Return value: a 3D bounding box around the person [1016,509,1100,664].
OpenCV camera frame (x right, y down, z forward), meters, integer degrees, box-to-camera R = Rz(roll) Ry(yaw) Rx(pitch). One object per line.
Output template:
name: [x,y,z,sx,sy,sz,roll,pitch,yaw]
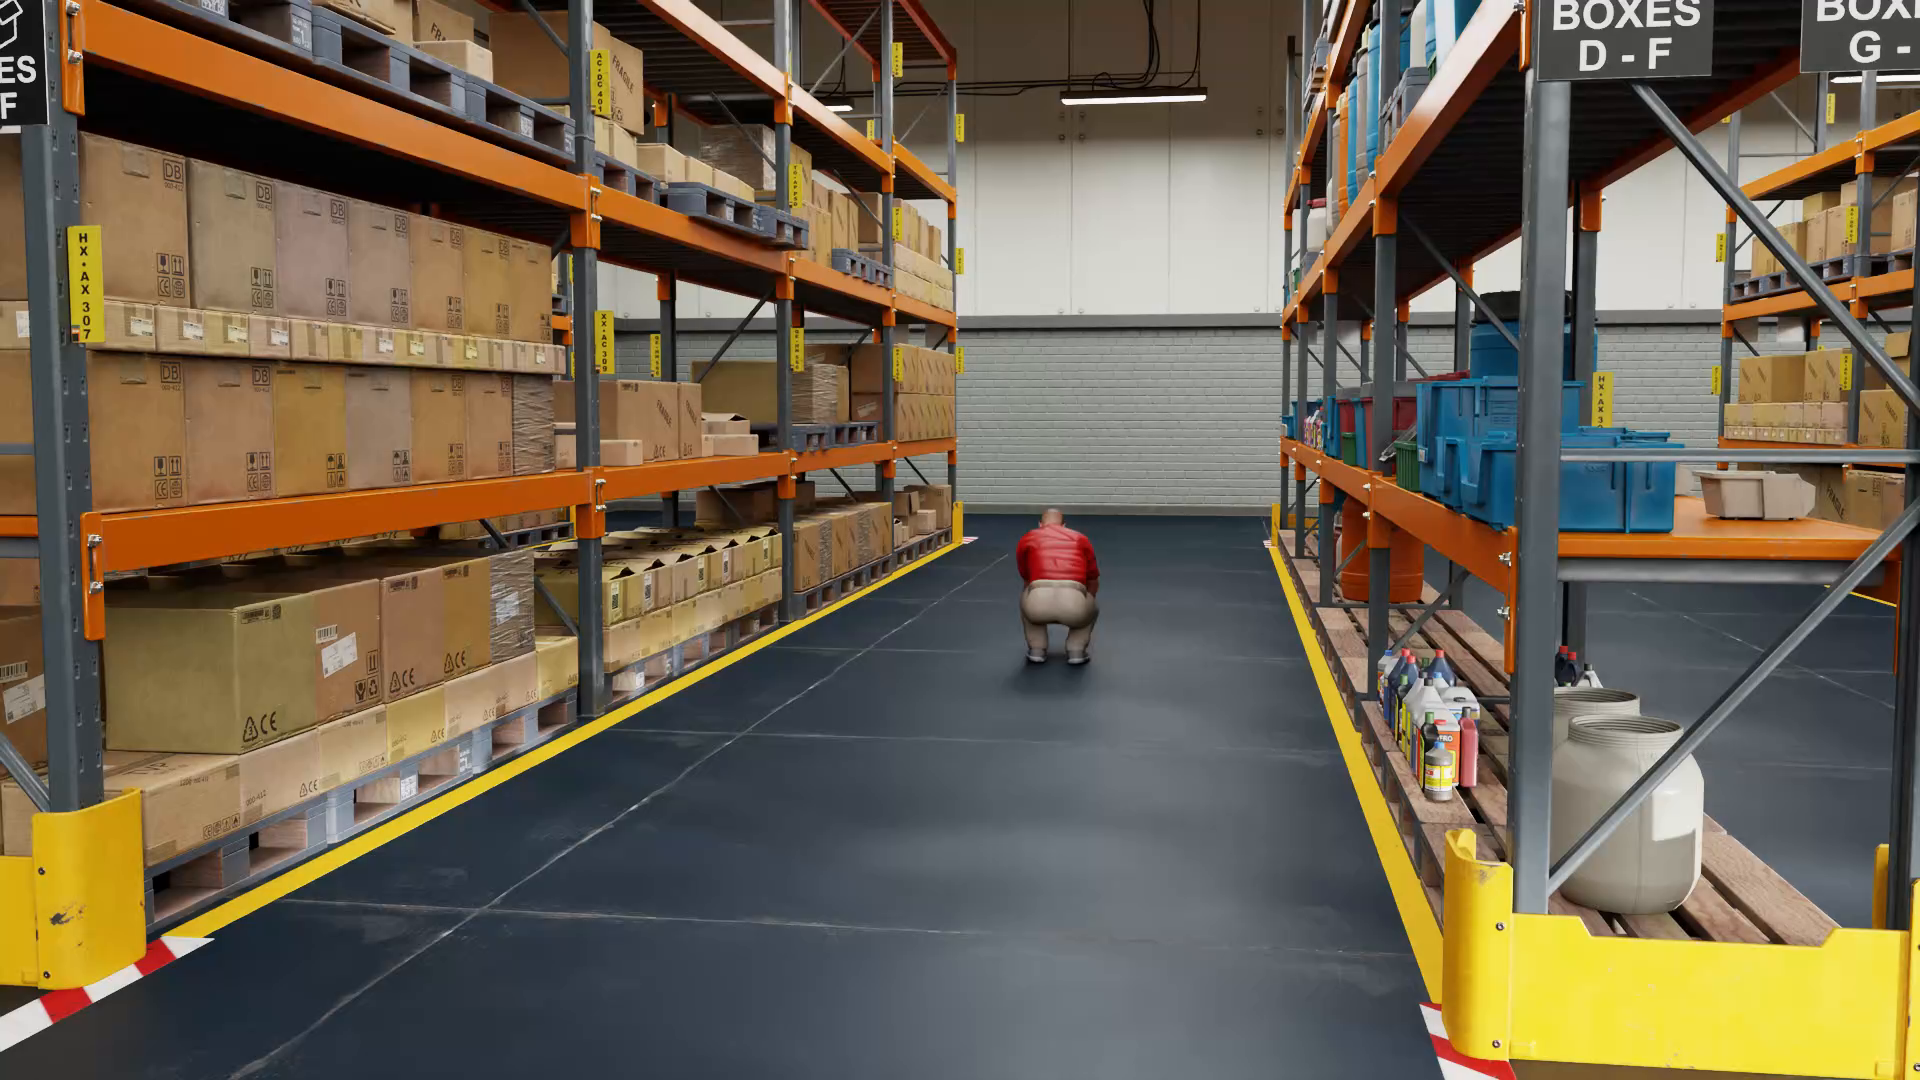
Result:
person: [0.633,0.301,10.873,0.548,0.969,0.863,1,4,8]
